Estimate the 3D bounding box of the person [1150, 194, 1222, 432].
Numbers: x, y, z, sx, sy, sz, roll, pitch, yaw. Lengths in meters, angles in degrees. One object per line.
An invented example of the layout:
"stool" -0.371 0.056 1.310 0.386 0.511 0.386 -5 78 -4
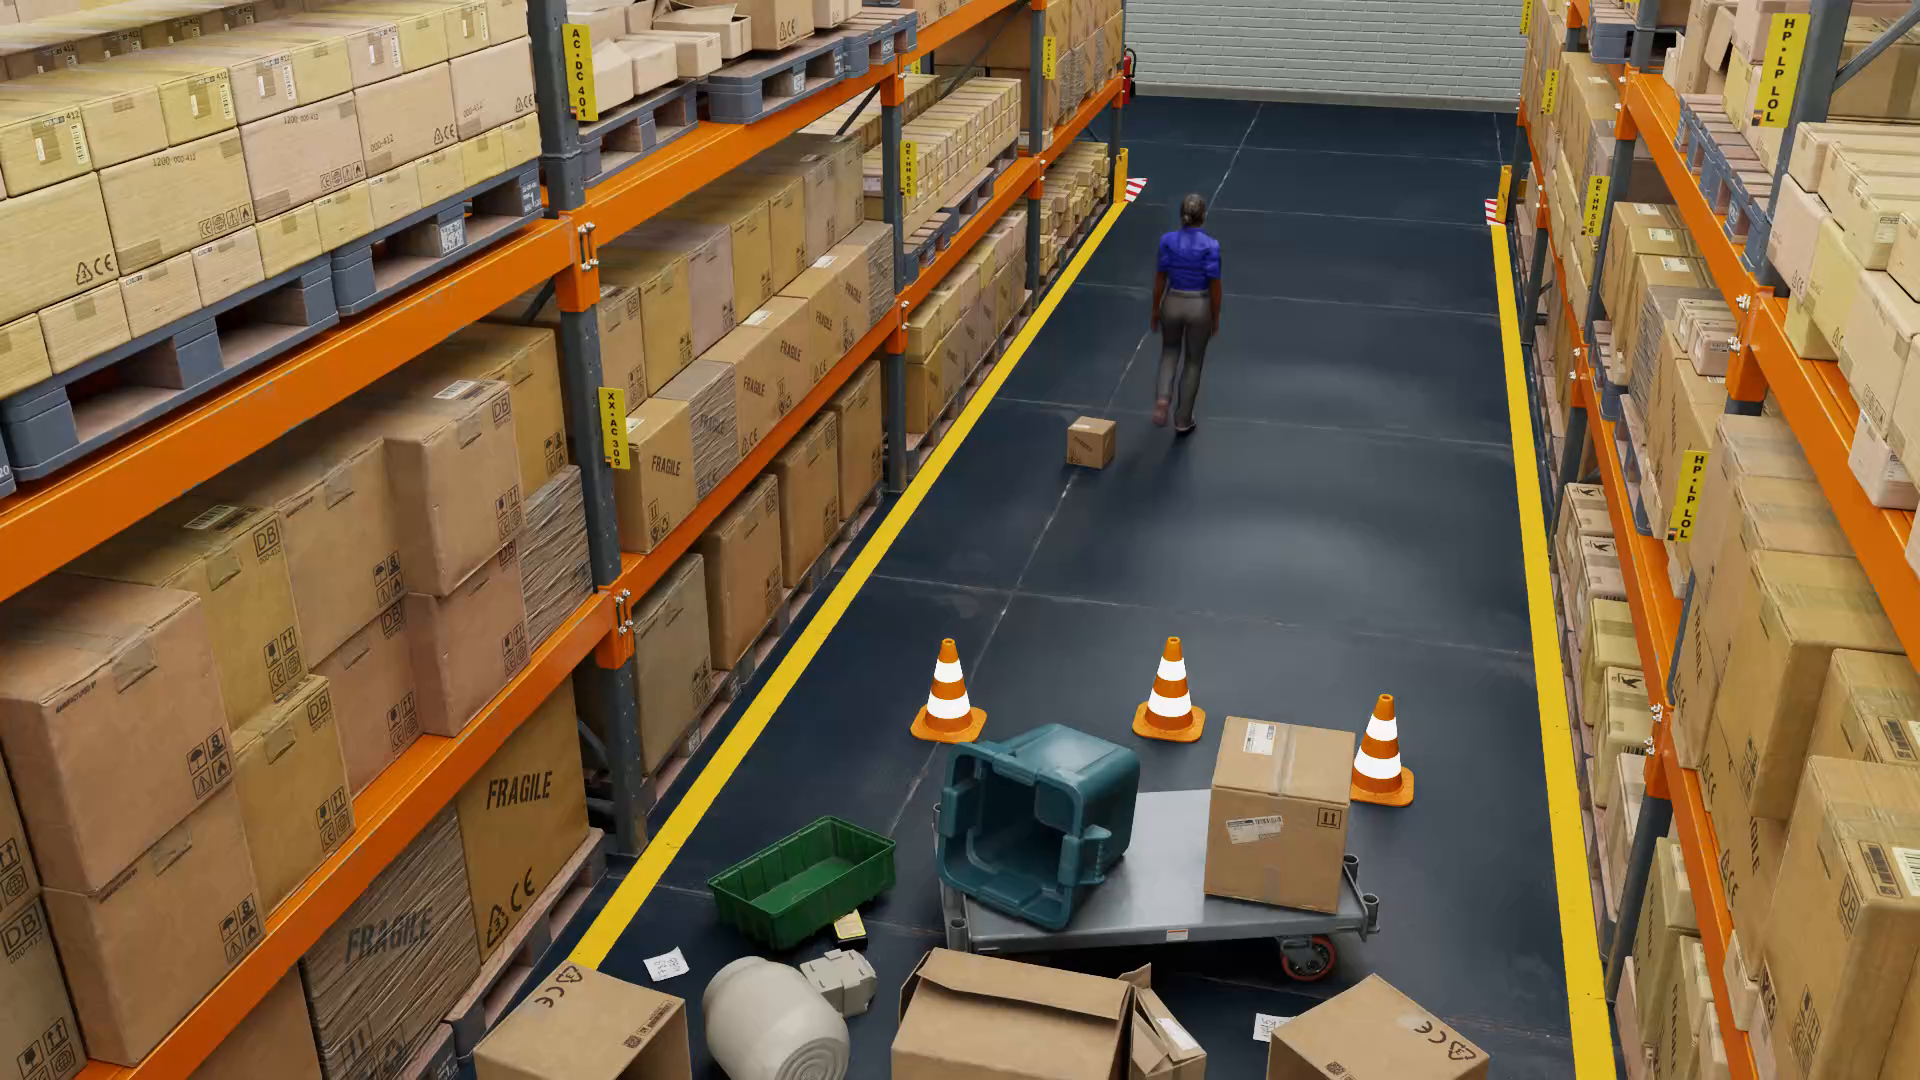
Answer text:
"person" 1.548 -1.541 11.303 0.474 1.641 0.424 11 28 22
